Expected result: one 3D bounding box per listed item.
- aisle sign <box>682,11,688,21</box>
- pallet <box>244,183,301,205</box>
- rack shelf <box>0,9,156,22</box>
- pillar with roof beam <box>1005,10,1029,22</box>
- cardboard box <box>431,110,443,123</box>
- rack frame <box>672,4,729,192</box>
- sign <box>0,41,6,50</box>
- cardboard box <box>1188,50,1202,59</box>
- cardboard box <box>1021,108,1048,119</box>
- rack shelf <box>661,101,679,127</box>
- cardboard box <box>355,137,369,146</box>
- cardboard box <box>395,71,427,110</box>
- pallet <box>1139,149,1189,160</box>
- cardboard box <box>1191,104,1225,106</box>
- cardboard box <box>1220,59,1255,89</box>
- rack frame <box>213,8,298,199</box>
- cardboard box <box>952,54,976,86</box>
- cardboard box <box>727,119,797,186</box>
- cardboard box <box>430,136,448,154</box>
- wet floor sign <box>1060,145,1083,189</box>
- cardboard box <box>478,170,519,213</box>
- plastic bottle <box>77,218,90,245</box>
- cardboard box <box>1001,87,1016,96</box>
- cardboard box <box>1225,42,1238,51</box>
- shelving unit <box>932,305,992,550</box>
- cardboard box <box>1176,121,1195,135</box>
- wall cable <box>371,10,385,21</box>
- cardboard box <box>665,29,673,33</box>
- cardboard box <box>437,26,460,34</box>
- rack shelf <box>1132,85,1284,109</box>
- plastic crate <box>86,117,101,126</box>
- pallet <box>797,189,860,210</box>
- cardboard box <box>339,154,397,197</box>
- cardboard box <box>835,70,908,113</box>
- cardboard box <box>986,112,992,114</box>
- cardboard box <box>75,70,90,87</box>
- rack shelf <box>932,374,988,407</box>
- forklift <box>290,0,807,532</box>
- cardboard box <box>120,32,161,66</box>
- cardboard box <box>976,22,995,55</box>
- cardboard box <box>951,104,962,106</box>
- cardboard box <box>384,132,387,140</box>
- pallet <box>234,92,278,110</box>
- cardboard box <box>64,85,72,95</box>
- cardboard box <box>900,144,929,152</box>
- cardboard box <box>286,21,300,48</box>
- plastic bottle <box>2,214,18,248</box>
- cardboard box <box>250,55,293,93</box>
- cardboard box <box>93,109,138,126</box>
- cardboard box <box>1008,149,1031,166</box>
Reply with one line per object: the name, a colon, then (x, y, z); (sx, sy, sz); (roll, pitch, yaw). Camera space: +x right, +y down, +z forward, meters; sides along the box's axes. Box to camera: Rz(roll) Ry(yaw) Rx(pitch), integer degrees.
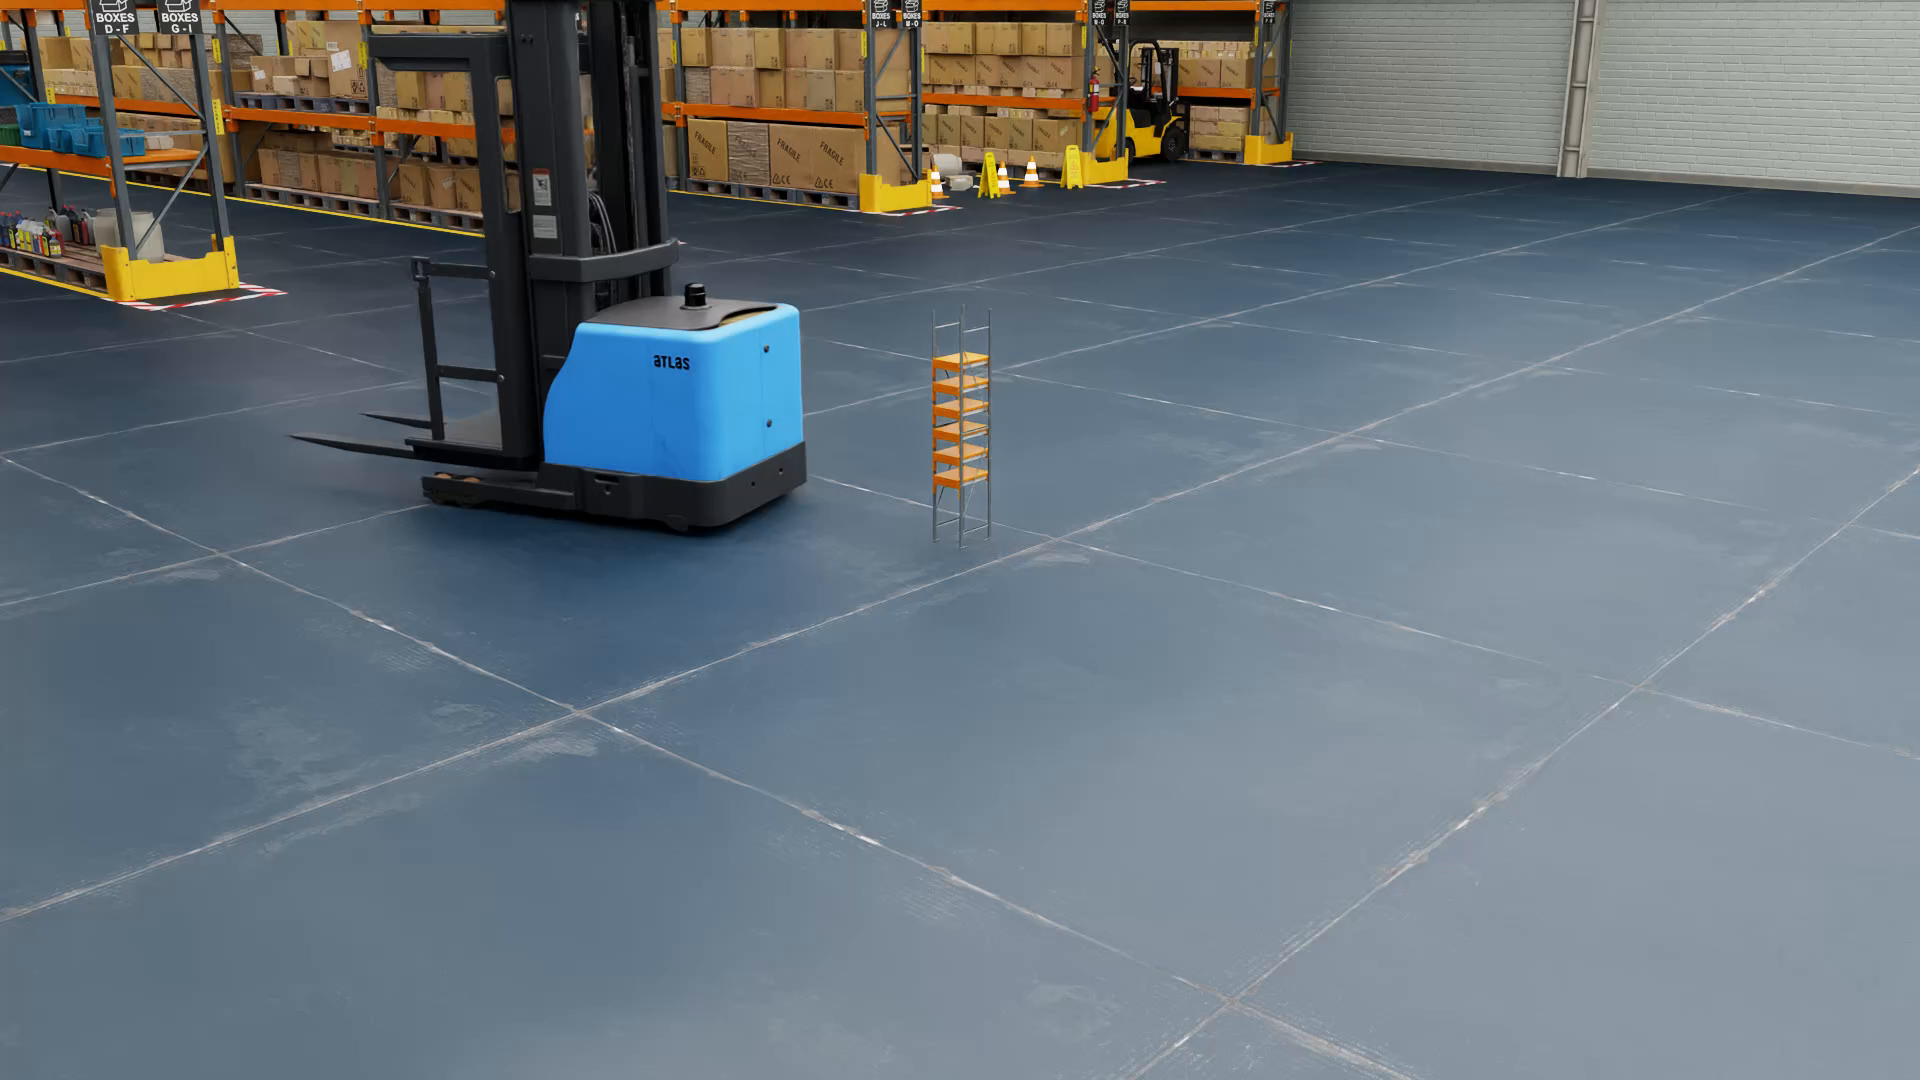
aisle sign: (-6.617, -12.723, 39.445); (0.004, 0.787, 0.394); (15, 23, 39)
pallet: (-9.674, -5.078, 24.264); (1.213, 0.211, 1.003); (15, 23, 39)
rack shelf: (-14.745, -8.856, 27.789); (4.000, 0.370, 1.077); (15, 23, 39)
pillar with roof beam: (-1.672, -11.758, 30.785); (0.400, 9.000, 9.100); (15, 23, 39)
cardboard box: (-6.353, -5.285, 20.721); (0.250, 0.149, 0.380); (15, 23, 39)
rack frame: (-3.898, -6.863, 25.279); (0.127, 3.000, 1.000); (15, 23, 39)
sign: (-16.614, -8.497, 28.864); (0.005, 0.325, 0.100); (15, 23, 39)
cardboard box: (4.378, -8.893, 30.437); (0.250, 0.149, 0.380); (14, 22, 38)
cardboard box: (1.213, -6.917, 26.987); (0.250, 0.149, 0.380); (16, 24, 41)
rack shelf: (-5.394, -6.922, 26.653); (4.000, 0.370, 1.077); (15, 23, 39)
cardboard box: (-11.175, -7.520, 31.368); (0.250, 0.149, 0.380); (15, 23, 39)
cardboard box: (-6.619, -5.738, 21.077); (0.500, 0.500, 0.875); (15, 23, 39)
pallet: (4.088, -7.384, 31.530); (1.213, 0.211, 1.003); (15, 23, 39)
cardboard box: (4.619, -8.032, 31.160); (0.500, 0.250, 0.500); (15, 23, 39)
cardboard box: (5.054, -8.411, 29.991); (0.500, 0.500, 0.500); (14, 23, 38)
rack frame: (-10.257, -6.565, 24.338); (0.127, 3.000, 1.000); (15, 23, 39)
cardboard box: (0.214, -7.842, 27.707); (0.500, 0.500, 0.500); (15, 23, 39)
cardboard box: (-2.797, -5.728, 24.521); (0.875, 0.875, 0.875); (15, 23, 40)
cardboard box: (-9.108, -7.164, 29.665); (0.500, 0.500, 0.500); (16, 24, 42)
wet floor sign: (1.736, -5.798, 25.814); (0.267, 0.644, 0.232); (-9, 20, -27)
cardboard box: (-5.655, -4.338, 20.761); (0.500, 0.500, 0.500); (-16, 23, -41)
plastic bottle: (-9.446, -3.331, 17.911); (0.133, 0.283, 0.061); (15, 23, 39)
cardboard box: (0.879, -7.348, 27.222); (0.250, 0.149, 0.380); (15, 23, 39)
cardboard box: (4.983, -8.889, 29.934); (0.250, 0.149, 0.380); (15, 23, 39)
shelving unit: (0.011, -0.569, 8.421); (0.189, 1.200, 0.258); (15, 23, 39)
cardboard box: (4.256, -7.681, 30.881); (0.500, 0.250, 0.500); (14, 23, 38)
wall cable: (-13.896, -12.039, 39.856); (0.123, 1.953, 0.585); (15, 23, 39)
cardboard box: (-5.370, -9.681, 32.340); (0.500, 0.500, 0.500); (15, 23, 38)
cardboard box: (-5.968, -5.981, 20.189); (0.500, 0.500, 0.500); (15, 23, 39)
rack shelf: (4.100, -8.383, 31.256); (4.000, 0.370, 1.077); (15, 23, 39)
plastic crate: (-9.545, -4.409, 17.792); (0.616, 0.251, 0.499); (15, 23, 39)
pallet: (-1.556, -4.874, 23.620); (1.213, 0.211, 1.003); (15, 23, 39)
cardboard box: (-8.055, -5.008, 22.837); (0.500, 0.500, 0.700); (15, 23, 39)
cardboard box: (-1.214, -6.196, 22.928); (0.550, 0.550, 0.875); (15, 23, 39)
cardboard box: (0.315, -7.091, 28.607); (0.500, 0.500, 0.500); (16, 23, 40)
cardboard box: (-14.142, -7.571, 27.264); (0.500, 0.250, 0.500); (16, 24, 41)
rack shelf: (0.011, -0.755, 8.362); (0.180, 0.103, 0.258); (15, 23, 39)
forklift: (-2.433, -1.712, 9.162); (3.031, 2.935, 1.130); (7, 19, 22)
cardboard box: (-12.766, -7.767, 26.303); (0.637, 0.503, 0.797); (14, 23, 38)
cardboard box: (0.673, -8.234, 27.287); (0.500, 0.500, 0.700); (15, 23, 39)
cardboard box: (0.070, -8.870, 34.835); (0.625, 0.625, 0.875); (16, 24, 41)
cardboard box: (-10.538, -7.495, 30.798); (0.250, 0.149, 0.380); (14, 22, 37)
pallet: (-9.654, -6.354, 23.992); (1.003, 0.211, 1.213); (15, 23, 39)
cardboard box: (-14.656, -7.493, 27.678); (0.250, 0.149, 0.380); (15, 23, 38)
cardboard box: (-0.789, -6.290, 27.601); (0.500, 0.500, 0.500); (-3, 18, -8)
cardboard box: (-12.713, -9.789, 32.186); (0.500, 0.500, 0.500); (15, 23, 39)
plastic bottle: (-10.084, -3.294, 17.684); (0.185, 0.351, 0.144); (14, 22, 37)
cardboard box: (-9.827, -6.713, 23.946); (0.500, 0.500, 0.500); (12, 21, 33)
cardboard box: (-13.690, -6.706, 27.601); (0.875, 0.875, 0.875); (15, 23, 39)
cardboard box: (1.139, -6.297, 27.346); (0.500, 0.250, 0.500); (15, 23, 39)
